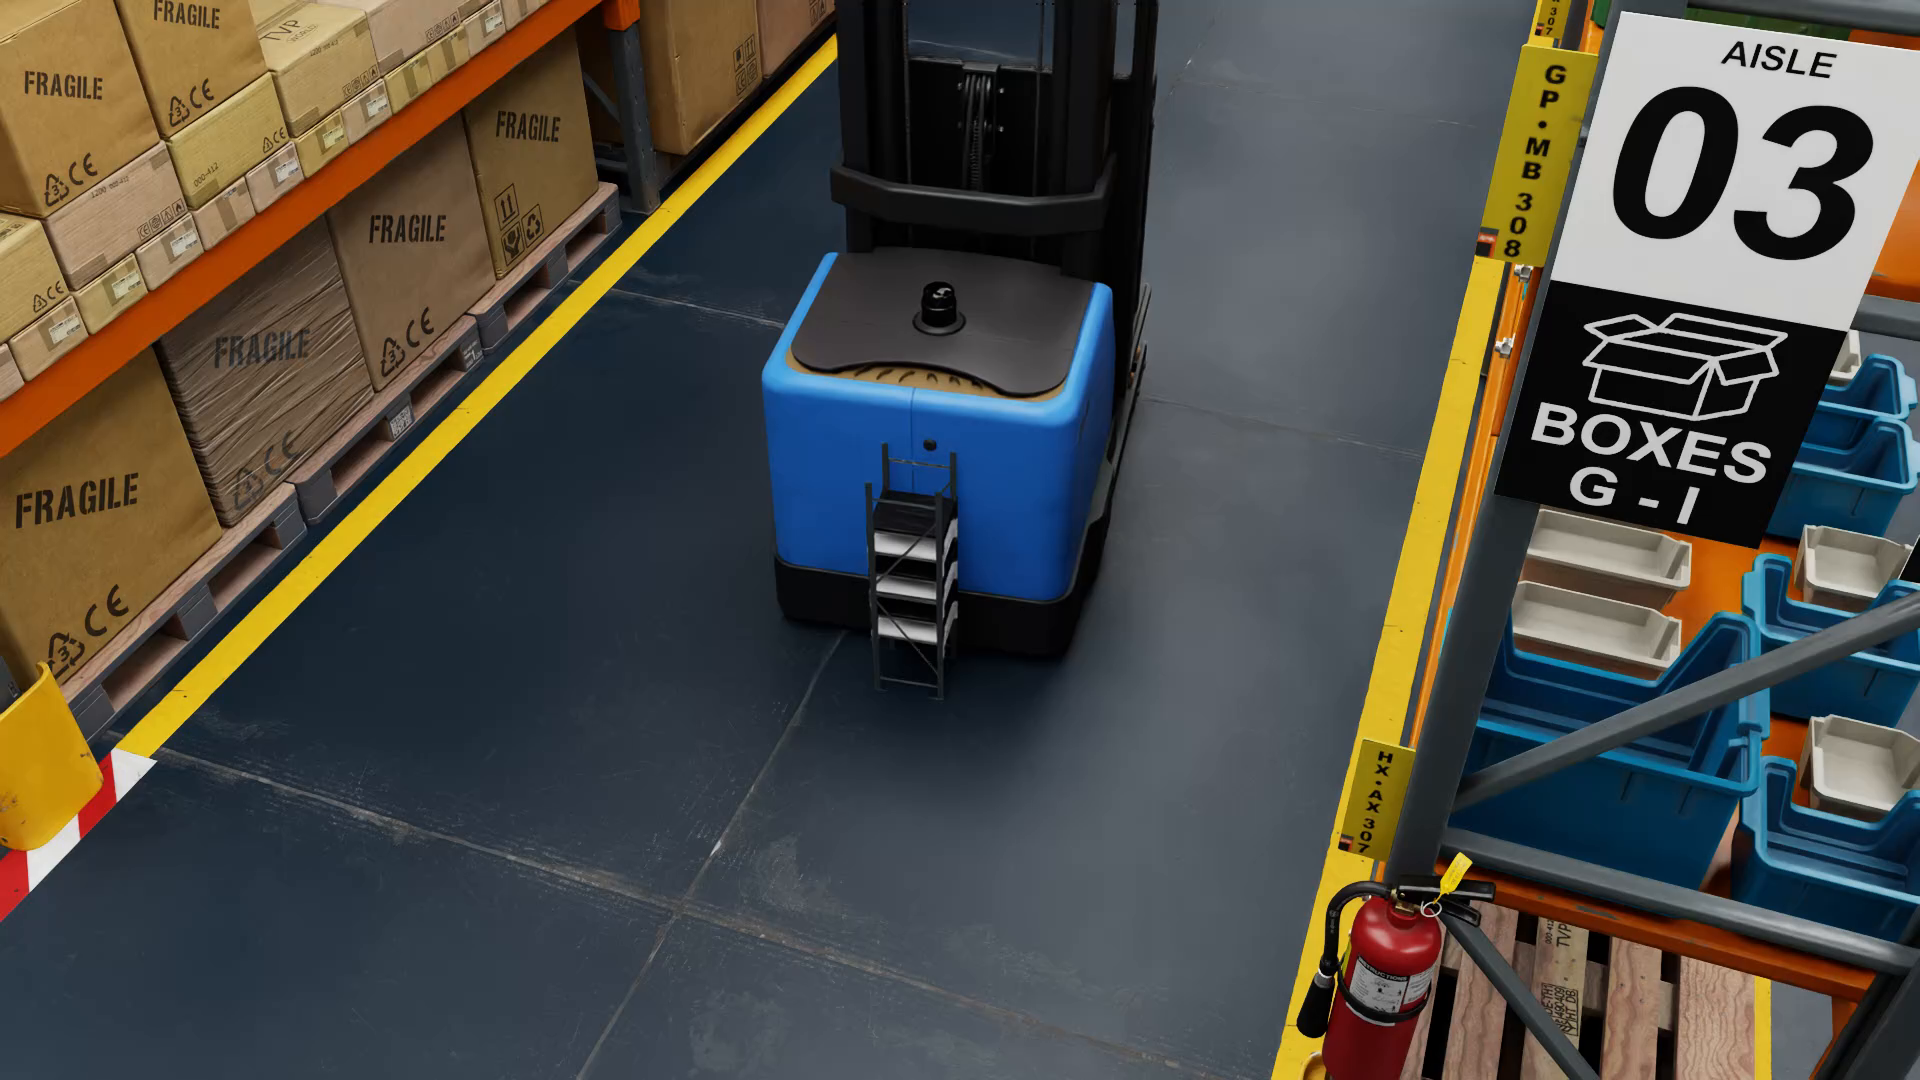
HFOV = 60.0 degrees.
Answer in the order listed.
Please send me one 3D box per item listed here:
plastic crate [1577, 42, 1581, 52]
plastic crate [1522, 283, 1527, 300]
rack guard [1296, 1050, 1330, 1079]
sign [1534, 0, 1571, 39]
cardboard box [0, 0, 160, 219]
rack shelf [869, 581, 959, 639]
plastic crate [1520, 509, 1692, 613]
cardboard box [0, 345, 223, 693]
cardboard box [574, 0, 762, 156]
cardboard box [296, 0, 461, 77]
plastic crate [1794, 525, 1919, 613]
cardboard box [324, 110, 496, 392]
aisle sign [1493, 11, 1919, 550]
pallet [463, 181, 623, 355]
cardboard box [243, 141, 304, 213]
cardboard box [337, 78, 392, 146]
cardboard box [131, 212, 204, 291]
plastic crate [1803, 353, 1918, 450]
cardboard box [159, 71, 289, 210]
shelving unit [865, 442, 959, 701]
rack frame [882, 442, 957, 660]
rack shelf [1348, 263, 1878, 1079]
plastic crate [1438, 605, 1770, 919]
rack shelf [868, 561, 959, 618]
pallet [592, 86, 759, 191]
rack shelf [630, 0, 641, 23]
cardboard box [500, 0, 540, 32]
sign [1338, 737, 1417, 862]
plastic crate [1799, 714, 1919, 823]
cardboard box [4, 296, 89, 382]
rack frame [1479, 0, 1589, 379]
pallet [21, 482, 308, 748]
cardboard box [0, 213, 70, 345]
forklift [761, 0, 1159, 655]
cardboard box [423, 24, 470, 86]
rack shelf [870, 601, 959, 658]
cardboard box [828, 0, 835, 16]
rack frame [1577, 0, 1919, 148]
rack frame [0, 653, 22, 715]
[{"bbox_3d":[2.154,-1.317,5.387,0.402,0.464,0.583,13,42,15],"label":"plastic crate"},{"bbox_3d":[1.789,-0.588,4.711,0.416,0.233,0.300,13,42,15],"label":"plastic crate"},{"bbox_3d":[1.331,1.649,3.932,1.175,0.500,0.348,13,42,15],"label":"rack guard"},{"bbox_3d":[2.179,-1.987,6.055,0.100,0.325,0.005,13,42,15],"label":"sign"},{"bbox_3d":[-2.738,-1.298,4.769,0.500,0.500,0.500,12,42,14],"label":"cardboard box"},{"bbox_3d":[-0.150,0.213,5.498,0.258,0.077,0.200,8,41,9],"label":"rack shelf"},{"bbox_3d":[1.549,0.047,4.041,0.396,0.136,0.243,13,42,15],"label":"plastic crate"},{"bbox_3d":[-3.183,-0.178,5.461,0.875,0.875,0.875,13,42,15],"label":"cardboard box"},{"bbox_3d":[-1.759,-2.604,8.305,1.225,0.875,0.875,13,42,15],"label":"cardboard box"},{"bbox_3d":[-2.213,-1.959,6.122,0.500,0.250,0.500,14,42,16],"label":"cardboard box"},{"bbox_3d":[2.141,0.090,3.991,0.250,0.136,0.298,13,42,15],"label":"plastic crate"},{"bbox_3d":[-2.568,-1.276,6.748,0.875,0.875,0.875,13,42,15],"label":"cardboard box"},{"bbox_3d":[1.027,-0.329,2.322,0.394,0.787,0.004,13,42,15],"label":"aisle sign"},{"bbox_3d":[-2.293,-1.351,7.671,1.003,0.211,1.213,13,42,15],"label":"pallet"},{"bbox_3d":[-2.458,-1.251,5.599,0.380,0.149,0.250,13,42,15],"label":"cardboard box"},{"bbox_3d":[-2.283,-1.565,5.967,0.380,0.149,0.250,14,42,16],"label":"cardboard box"},{"bbox_3d":[-2.634,-0.939,5.233,0.380,0.149,0.250,13,42,14],"label":"cardboard box"},{"bbox_3d":[2.274,-0.342,4.423,0.416,0.233,0.300,13,42,15],"label":"plastic crate"},{"bbox_3d":[-2.562,-1.332,5.386,0.500,0.250,0.500,12,42,14],"label":"cardboard box"},{"bbox_3d":[-0.150,0.119,5.417,0.258,0.900,0.210,8,41,9],"label":"shelving unit"},{"bbox_3d":[-0.128,0.054,5.493,0.240,0.900,0.006,8,41,9],"label":"rack frame"},{"bbox_3d":[2.011,-0.265,4.804,1.077,0.370,4.000,13,42,15],"label":"rack shelf"},{"bbox_3d":[1.266,0.399,3.398,0.616,0.435,0.499,13,42,15],"label":"plastic crate"},{"bbox_3d":[-0.150,0.144,5.439,0.258,0.077,0.200,8,41,9],"label":"rack shelf"},{"bbox_3d":[-1.766,-2.285,8.765,1.003,0.211,1.213,13,42,15],"label":"pallet"},{"bbox_3d":[-1.275,-3.804,8.952,1.077,0.370,4.000,13,42,15],"label":"rack shelf"},{"bbox_3d":[-1.931,-2.190,6.700,0.380,0.149,0.250,13,42,14],"label":"cardboard box"},{"bbox_3d":[0.805,0.506,3.220,0.100,0.325,0.005,13,42,15],"label":"sign"},{"bbox_3d":[1.909,0.503,3.506,0.250,0.136,0.298,13,42,15],"label":"plastic crate"},{"bbox_3d":[-2.809,-0.623,4.863,0.380,0.149,0.250,13,42,14],"label":"cardboard box"},{"bbox_3d":[2.695,-1.759,6.001,1.000,3.000,0.127,13,42,15],"label":"rack frame"},{"bbox_3d":[-3.127,0.137,5.927,1.003,0.211,1.213,13,42,15],"label":"pallet"},{"bbox_3d":[-2.909,-0.707,4.655,0.500,0.250,0.500,12,42,14],"label":"cardboard box"},{"bbox_3d":[0.171,-1.687,5.969,1.130,2.935,3.031,8,41,9],"label":"forklift"},{"bbox_3d":[-2.107,-1.876,6.332,0.380,0.149,0.250,14,42,16],"label":"cardboard box"},{"bbox_3d":[-0.150,0.281,5.556,0.258,0.077,0.200,8,41,9],"label":"rack shelf"},{"bbox_3d":[-1.159,-3.691,9.579,1.225,0.875,0.875,13,42,15],"label":"cardboard box"},{"bbox_3d":[1.327,-1.601,1.194,1.000,3.000,0.127,13,42,15],"label":"rack frame"},{"bbox_3d":[-3.327,-0.419,4.429,1.000,3.000,0.127,13,42,15],"label":"rack frame"}]
